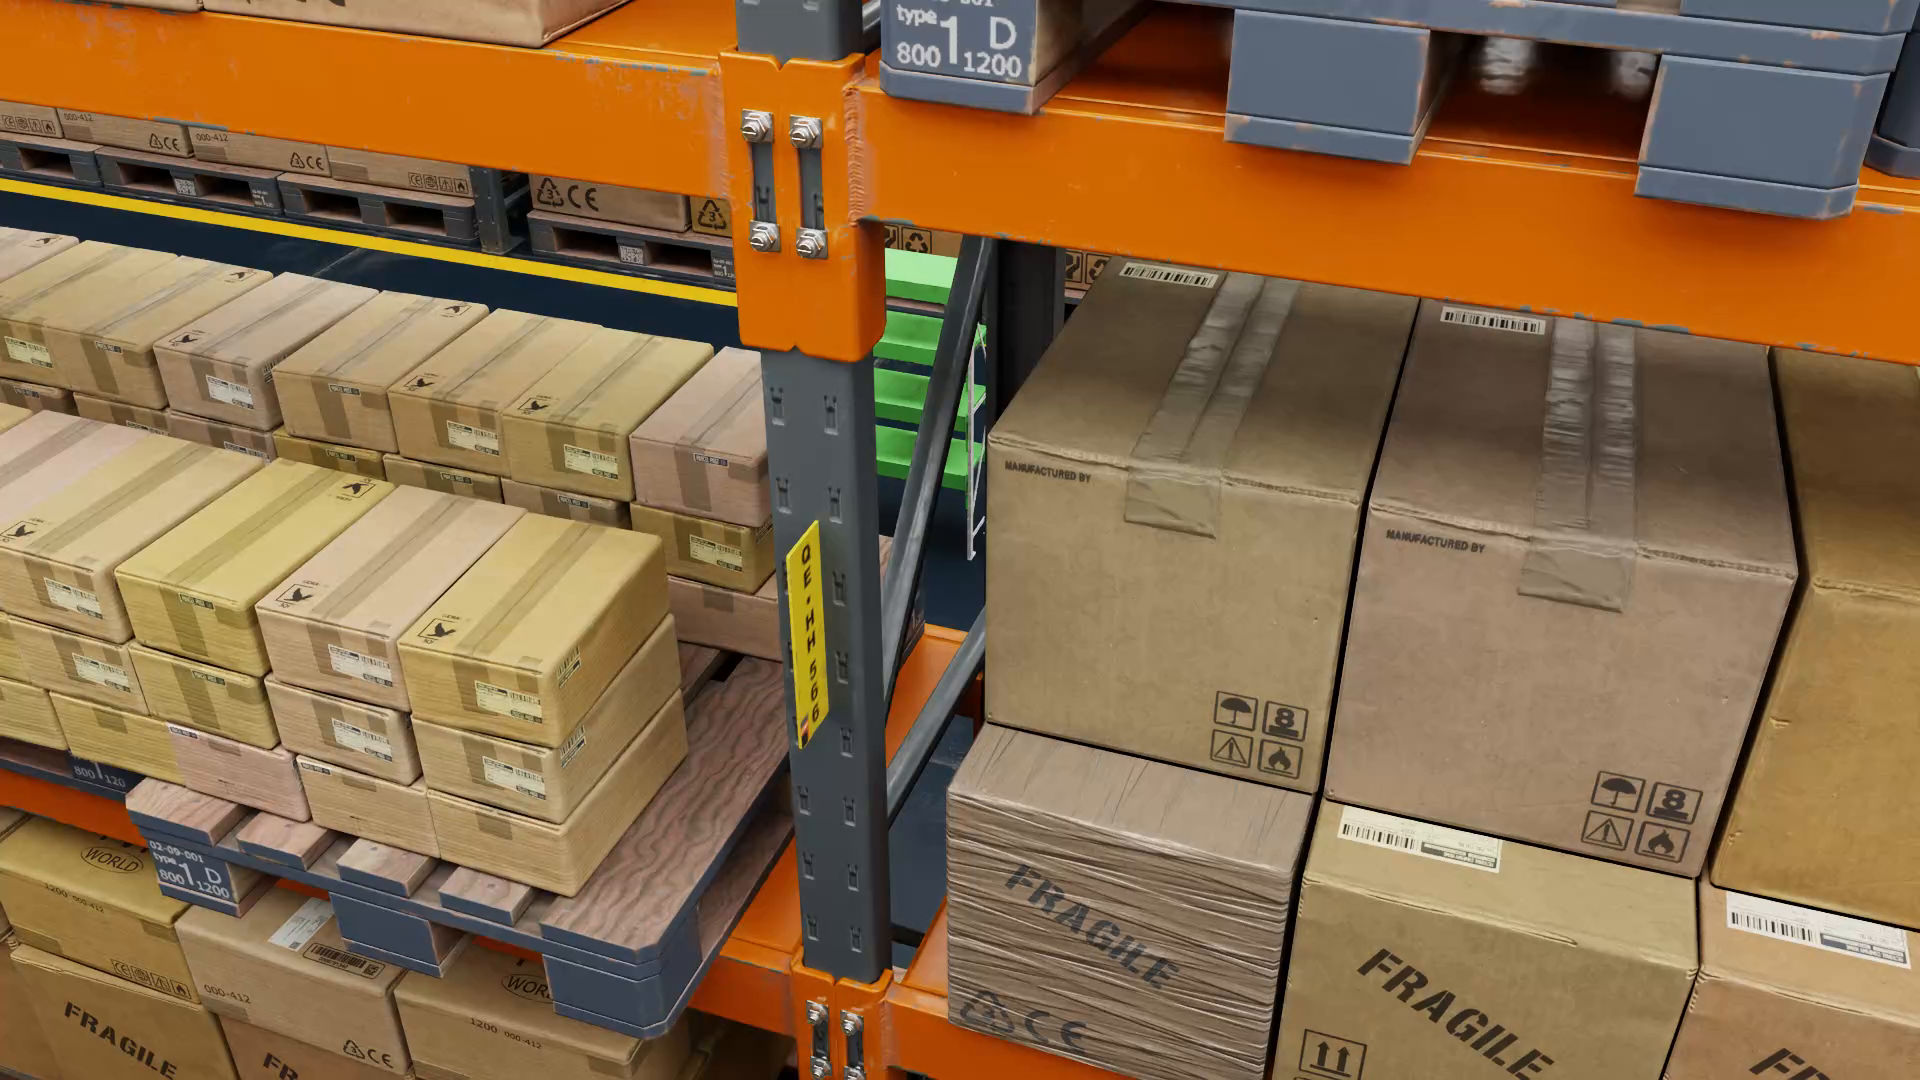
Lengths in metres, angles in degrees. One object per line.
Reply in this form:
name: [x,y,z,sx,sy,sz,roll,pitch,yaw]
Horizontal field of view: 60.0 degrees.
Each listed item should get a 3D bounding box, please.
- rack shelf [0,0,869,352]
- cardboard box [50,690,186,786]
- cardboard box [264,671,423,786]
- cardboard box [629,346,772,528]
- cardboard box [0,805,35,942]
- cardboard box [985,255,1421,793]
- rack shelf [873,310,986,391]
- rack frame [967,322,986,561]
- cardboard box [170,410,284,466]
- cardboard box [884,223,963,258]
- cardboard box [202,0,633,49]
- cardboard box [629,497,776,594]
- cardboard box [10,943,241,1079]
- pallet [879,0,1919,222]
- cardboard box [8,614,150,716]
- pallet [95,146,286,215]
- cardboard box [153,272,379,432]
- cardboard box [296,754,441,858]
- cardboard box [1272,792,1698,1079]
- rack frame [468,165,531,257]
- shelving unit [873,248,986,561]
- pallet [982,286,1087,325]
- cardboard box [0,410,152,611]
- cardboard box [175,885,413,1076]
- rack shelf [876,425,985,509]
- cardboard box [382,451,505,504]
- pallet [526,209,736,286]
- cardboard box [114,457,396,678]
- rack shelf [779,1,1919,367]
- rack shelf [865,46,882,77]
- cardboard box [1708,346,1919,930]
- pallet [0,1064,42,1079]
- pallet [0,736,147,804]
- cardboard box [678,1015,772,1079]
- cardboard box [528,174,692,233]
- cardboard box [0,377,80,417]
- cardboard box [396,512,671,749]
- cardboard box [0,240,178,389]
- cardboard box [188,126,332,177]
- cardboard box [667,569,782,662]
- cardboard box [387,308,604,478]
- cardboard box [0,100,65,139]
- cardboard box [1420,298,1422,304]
rack shelf: [-1.915,-1.017,2.957,4.000,0.370,1.077,11,34,16]
cardboard box: [-1.361,0.240,2.957,0.250,0.149,0.380,11,34,16]
cardboard box: [-0.903,0.205,2.737,0.250,0.149,0.380,12,35,18]
cardboard box: [-0.406,-0.198,3.087,0.250,0.149,0.380,11,34,17]
cardboard box: [-2.211,0.596,3.788,0.500,0.250,0.500,12,35,18]
cardboard box: [0.387,-0.068,2.575,0.500,0.500,0.700,11,34,16]
rack shelf: [-0.156,-0.682,5.876,0.480,0.148,0.258,11,34,16]
rack frame: [0.074,-0.490,5.902,0.015,1.200,0.240,11,34,16]
cardboard box: [-1.400,-0.267,3.469,0.250,0.149,0.380,11,34,17]
cardboard box: [0.082,-1.857,7.932,0.875,0.875,0.875,11,35,17]
cardboard box: [-0.656,-0.970,2.129,0.500,0.500,0.500,11,34,16]
cardboard box: [-0.420,-0.080,3.178,0.250,0.149,0.380,13,35,19]
cardboard box: [-1.731,1.009,3.840,0.500,0.500,0.500,9,34,14]
pallet: [0.592,-0.783,2.106,1.003,0.211,1.213,13,35,19]
cardboard box: [-1.387,0.113,2.880,0.250,0.149,0.380,11,34,17]
pallet: [-4.065,-2.201,9.464,1.213,0.211,1.003,11,34,16]
cardboard box: [-1.390,-0.389,3.384,0.250,0.149,0.380,13,35,19]
cardboard box: [-0.885,0.334,2.811,0.250,0.149,0.380,11,34,16]
cardboard box: [0.779,0.577,2.499,0.500,0.500,0.500,11,34,16]
rack frame: [-2.223,-2.971,8.086,0.127,3.000,1.000,11,34,16]
shelving unit: [-0.156,-0.534,5.971,0.503,1.200,0.258,11,34,16]
pallet: [0.826,-1.250,7.992,1.213,0.211,1.003,11,34,16]
cardboard box: [-1.608,-0.058,2.871,0.250,0.149,0.380,11,34,16]
cardboard box: [-1.244,0.788,3.491,0.500,0.250,0.500,11,35,17]
rack shelf: [-0.156,-0.279,6.136,0.480,0.148,0.258,11,34,16]
cardboard box: [-0.928,-0.175,3.326,0.250,0.149,0.380,10,34,15]
pallet: [-1.471,-1.697,8.683,1.213,0.211,1.003,11,34,16]
cardboard box: [-1.131,0.036,2.725,0.250,0.149,0.380,12,35,18]
rack shelf: [1.850,-0.285,1.823,4.000,0.370,1.077,11,34,16]
rack shelf: [-0.340,-2.303,7.714,4.000,0.370,1.077,11,34,16]
cardboard box: [1.347,0.117,2.289,0.500,0.500,0.700,10,34,16]
pallet: [-1.912,1.111,4.335,1.213,0.211,1.003,11,34,16]
pallet: [-1.910,0.046,3.590,1.213,0.211,1.003,11,34,16]
cardboard box: [-0.740,1.194,3.553,0.500,0.500,0.500,11,34,16]
cardboard box: [-1.612,-2.182,8.436,0.875,0.875,0.875,12,35,18]
cardboard box: [-1.888,-0.362,3.615,0.250,0.149,0.380,12,35,18]
cardboard box: [-0.649,0.131,2.578,0.250,0.149,0.380,10,34,15]
cardboard box: [-1.873,-0.484,3.531,0.250,0.149,0.380,11,34,16]
cardboard box: [-3.621,-2.404,9.183,0.875,0.438,0.875,10,34,15]
cardboard box: [-0.386,0.051,3.249,0.250,0.149,0.380,11,34,16]
cardboard box: [-0.885,-0.292,3.233,0.250,0.149,0.380,11,34,16]
cardboard box: [-5.334,-2.733,9.693,0.875,0.438,0.875,10,34,15]
cardboard box: [2.071,-1.203,7.383,0.625,0.372,0.950,9,34,13]
